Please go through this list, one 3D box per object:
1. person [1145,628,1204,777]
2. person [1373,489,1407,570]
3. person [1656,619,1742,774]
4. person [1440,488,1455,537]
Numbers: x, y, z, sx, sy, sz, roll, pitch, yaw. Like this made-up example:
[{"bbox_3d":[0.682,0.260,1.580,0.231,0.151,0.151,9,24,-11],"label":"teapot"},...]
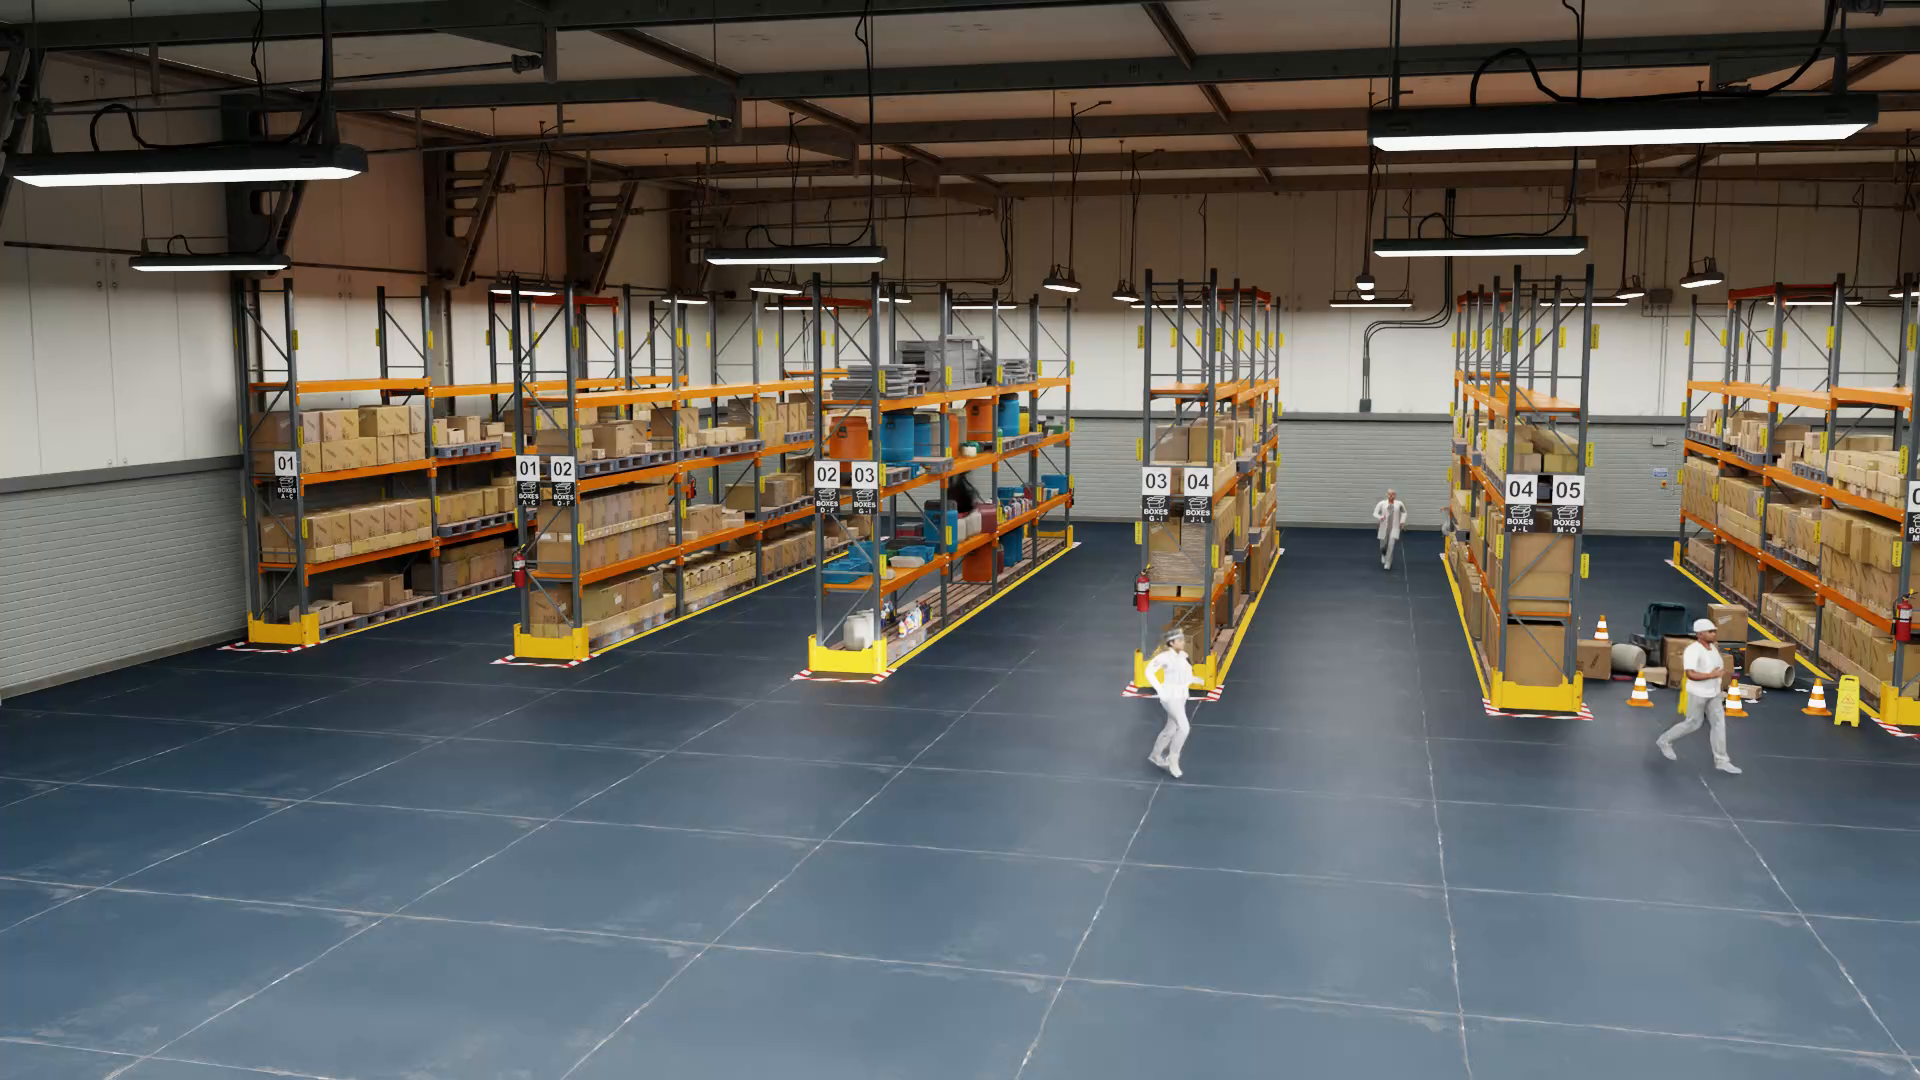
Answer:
[{"bbox_3d":[2.489,1.870,19.288,0.715,1.732,0.588,6,9,41],"label":"person"},{"bbox_3d":[9.433,-0.203,36.515,0.723,1.664,0.858,2,7,15],"label":"person"},{"bbox_3d":[8.655,1.789,19.352,0.703,1.748,0.965,-5,8,-34],"label":"person"},{"bbox_3d":[11.663,-0.502,39.161,0.716,1.612,0.579,1,7,6],"label":"person"}]
